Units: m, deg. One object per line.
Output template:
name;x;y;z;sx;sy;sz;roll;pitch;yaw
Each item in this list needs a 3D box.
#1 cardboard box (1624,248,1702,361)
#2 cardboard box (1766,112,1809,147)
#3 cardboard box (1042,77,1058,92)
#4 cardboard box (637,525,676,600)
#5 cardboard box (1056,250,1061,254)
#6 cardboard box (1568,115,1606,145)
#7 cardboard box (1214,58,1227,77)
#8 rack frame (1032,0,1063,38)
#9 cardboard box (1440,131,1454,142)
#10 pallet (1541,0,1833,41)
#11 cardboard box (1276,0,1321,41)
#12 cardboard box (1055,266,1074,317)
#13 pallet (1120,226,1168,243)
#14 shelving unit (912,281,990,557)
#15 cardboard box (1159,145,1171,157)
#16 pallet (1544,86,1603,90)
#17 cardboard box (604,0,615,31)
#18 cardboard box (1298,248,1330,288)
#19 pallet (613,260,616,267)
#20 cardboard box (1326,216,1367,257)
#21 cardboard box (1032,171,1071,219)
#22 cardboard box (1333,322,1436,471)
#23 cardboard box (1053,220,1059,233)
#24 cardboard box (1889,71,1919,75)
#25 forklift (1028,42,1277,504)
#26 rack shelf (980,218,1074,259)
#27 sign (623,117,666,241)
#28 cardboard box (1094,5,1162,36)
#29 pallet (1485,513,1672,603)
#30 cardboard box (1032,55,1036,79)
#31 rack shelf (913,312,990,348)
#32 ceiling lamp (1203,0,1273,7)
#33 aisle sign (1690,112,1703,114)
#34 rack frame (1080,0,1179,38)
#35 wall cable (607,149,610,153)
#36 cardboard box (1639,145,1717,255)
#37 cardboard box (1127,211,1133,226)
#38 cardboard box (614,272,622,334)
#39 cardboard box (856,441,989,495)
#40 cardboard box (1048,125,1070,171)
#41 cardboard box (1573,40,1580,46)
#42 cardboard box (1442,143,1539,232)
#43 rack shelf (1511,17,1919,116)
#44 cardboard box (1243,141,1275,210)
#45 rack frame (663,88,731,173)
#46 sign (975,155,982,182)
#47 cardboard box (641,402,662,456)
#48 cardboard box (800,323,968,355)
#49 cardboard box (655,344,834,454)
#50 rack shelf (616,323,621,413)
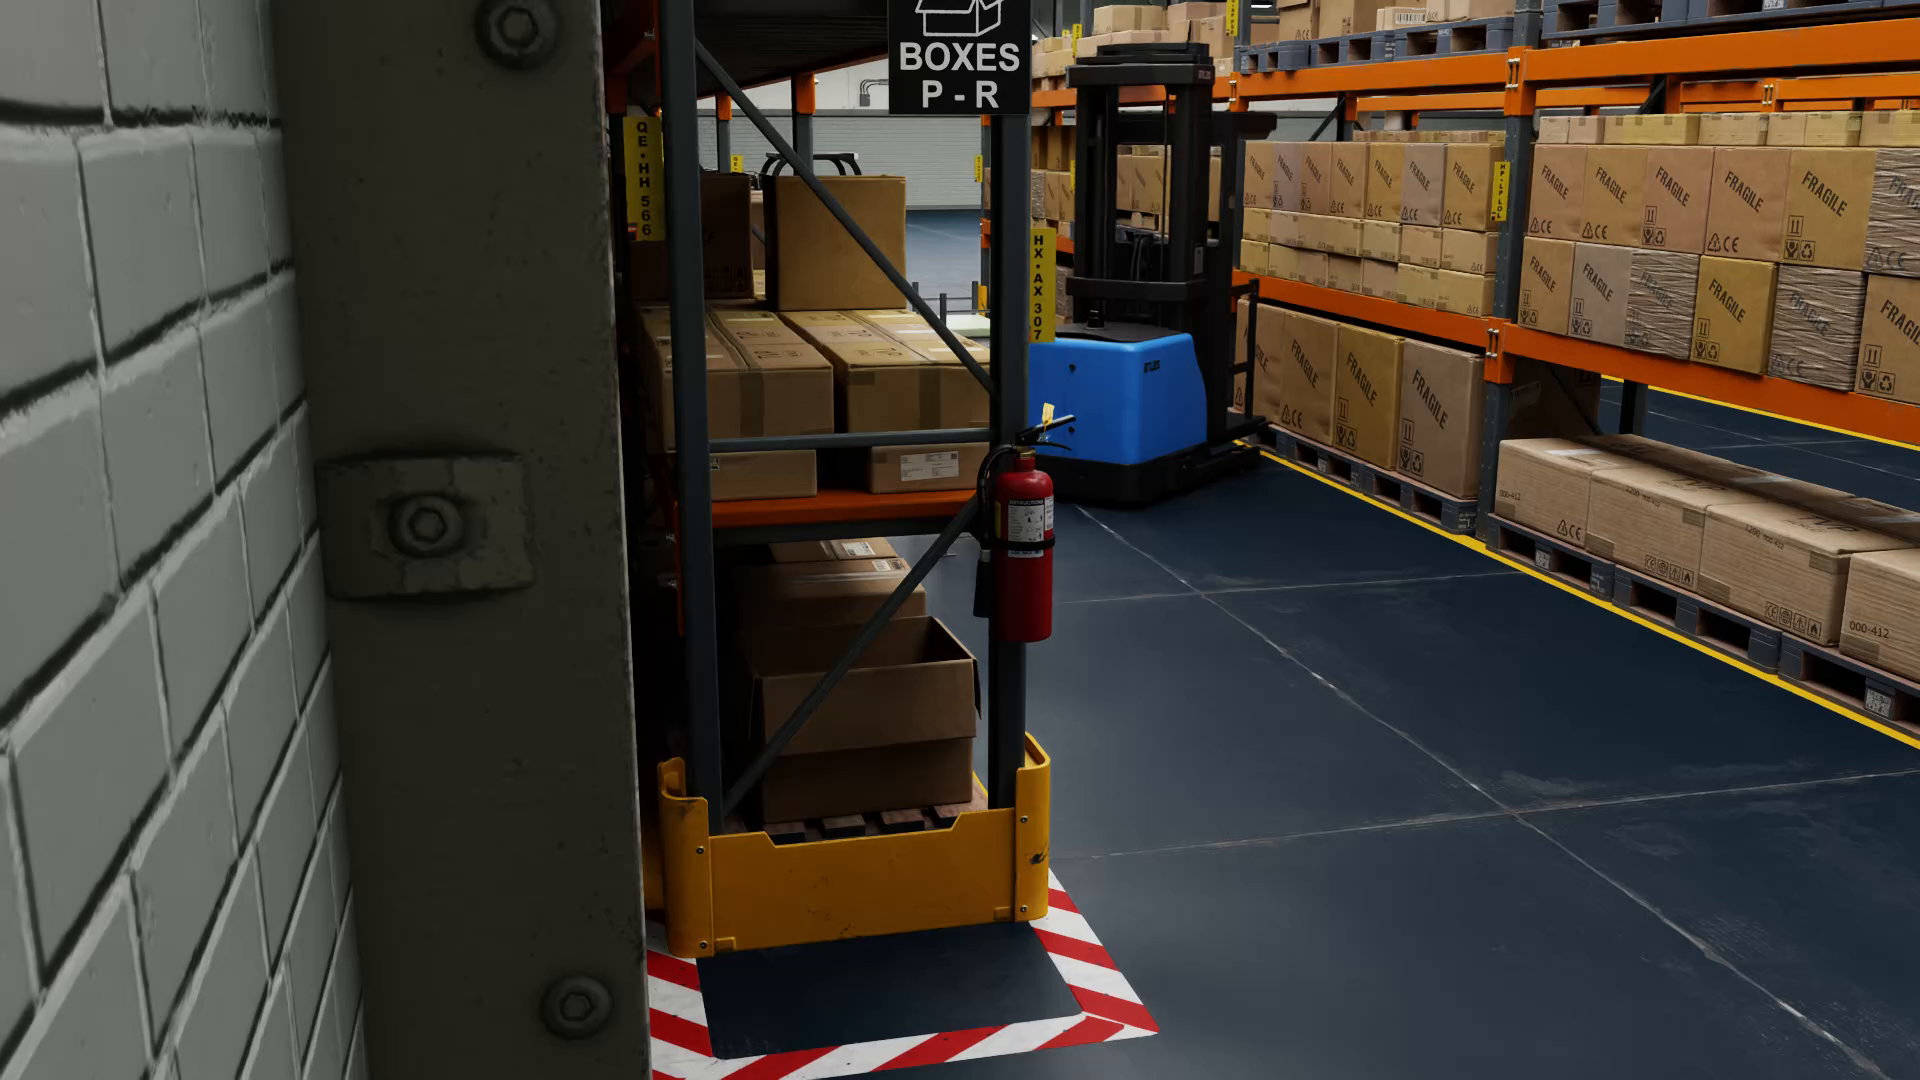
cardboard box;3.663;-1.172;8.195;0.500;0.500;0.500;-3;14;-13
cardboard box;3.847;-1.829;7.410;0.380;0.149;0.250;-3;14;-11
cardboard box;1.105;-4.953;18.088;0.380;0.149;0.250;-3;14;-12
cardboard box;-1.316;0.067;8.112;0.500;0.311;0.500;-3;14;-11
cardboard box;1.357;-3.543;20.070;0.380;0.149;0.250;-3;14;-12
cardboard box;3.480;-2.182;8.853;0.380;0.149;0.250;-3;14;-12
cardboard box;2.299;-3.854;13.590;0.380;0.149;0.250;-3;14;-13
rack frame;0.764;-7.161;20.276;1.000;3.000;0.127;-3;14;-13
cardboard box;6.203;-4.560;19.680;0.875;0.550;0.550;-3;14;-13
pallet;3.764;-2.703;8.536;1.003;0.211;1.213;-3;14;-13
cardboard box;2.878;-4.034;12.694;0.797;0.503;0.637;-4;14;-17
cardboard box;1.304;-2.678;17.896;0.500;0.500;0.500;-3;14;-14
pallet;2.138;-2.762;15.316;1.003;0.211;1.213;-3;14;-13
shelving unit;-0.002;-0.730;9.755;0.431;1.500;0.755;-3;14;-13
cardboard box;1.985;-3.475;14.740;0.380;0.149;0.250;-4;14;-16
pallet;6.755;-4.778;17.248;0.805;0.209;1.217;-4;14;-15
cardboard box;-1.368;-2.324;7.327;0.380;0.149;0.250;-3;14;-13
cardboard box;2.769;-1.962;11.954;0.500;0.250;0.500;-3;14;-11
pallet;-1.954;-1.878;11.696;1.213;0.211;1.003;-3;14;-13
cardboard box;2.854;-2.087;11.414;0.500;0.250;0.500;-3;14;-12
cardboard box;1.104;-3.843;18.500;0.500;0.500;0.500;-3;14;-12
cardboard box;3.139;-0.996;11.277;0.875;0.875;0.875;-3;14;-12
cardboard box;1.236;-3.439;18.211;0.380;0.149;0.250;-3;14;-14
cardboard box;7.553;-3.829;12.749;0.500;0.500;0.500;-3;14;-13
forklift;1.518;-1.956;11.758;1.130;2.935;3.031;9;16;33
rack shelf;1.234;-3.435;19.185;1.077;0.370;4.000;-3;14;-13
sign;-0.846;-0.967;4.461;0.100;0.325;0.005;-3;14;-13
cardboard box;1.578;-4.883;15.652;0.500;0.250;0.500;-4;14;-14
pallet;3.685;0.056;9.252;1.003;0.211;1.213;-3;14;-13
cardboard box;0.979;-5.290;18.630;0.500;0.250;0.500;-3;14;-12
rack shelf;-0.002;-1.109;9.663;0.431;0.370;0.720;-3;14;-13
ceiling lamp;7.752;-16.607;46.643;2.000;3.185;0.800;-3;14;-13
aisle sign;10.091;-6.059;22.930;0.394;0.787;0.004;-3;14;-13
rack frame;1.704;-6.238;16.499;1.000;3.000;0.127;-3;14;-13
wall cable;-11.225;-12.838;50.056;3.097;2.526;0.112;-3;14;-13
cardboard box;3.681;-1.653;8.056;0.500;0.500;0.500;-3;14;-12
cardboard box;1.793;-3.022;15.622;0.380;0.149;0.250;-3;14;-13
cardboard box;-1.388;-1.143;7.974;0.500;0.250;0.500;-3;14;-14
cardboard box;-0.113;-0.247;5.146;0.380;0.149;0.250;-3;14;-14
cardboard box;1.410;-4.468;18.949;0.700;0.500;0.500;-3;14;-14
cardboard box;6.649;-5.533;18.526;0.500;0.250;0.500;-3;14;-13
cardboard box;3.233;-2.101;9.891;0.500;0.500;0.500;-3;14;-11
rack shelf;4.052;-2.124;7.497;1.077;0.370;4.000;-3;14;-13
cardboard box;2.521;-2.808;12.782;0.500;0.500;0.500;-4;14;-15
rack frame;-2.181;-2.123;12.298;1.000;3.000;0.127;-3;14;-13
sign;0.237;-4.637;20.761;0.100;0.325;0.005;-3;14;-13
cardboard box;-0.899;-0.393;5.743;0.380;0.149;0.250;-3;14;-13
cardboard box;-0.265;-0.585;5.692;0.500;0.250;0.500;-3;14;-13
cardboard box;-0.668;-0.441;5.100;0.500;0.250;0.500;-3;14;-12
rack shelf;-1.711;-1.312;10.494;1.077;0.370;4.000;-3;14;-13
